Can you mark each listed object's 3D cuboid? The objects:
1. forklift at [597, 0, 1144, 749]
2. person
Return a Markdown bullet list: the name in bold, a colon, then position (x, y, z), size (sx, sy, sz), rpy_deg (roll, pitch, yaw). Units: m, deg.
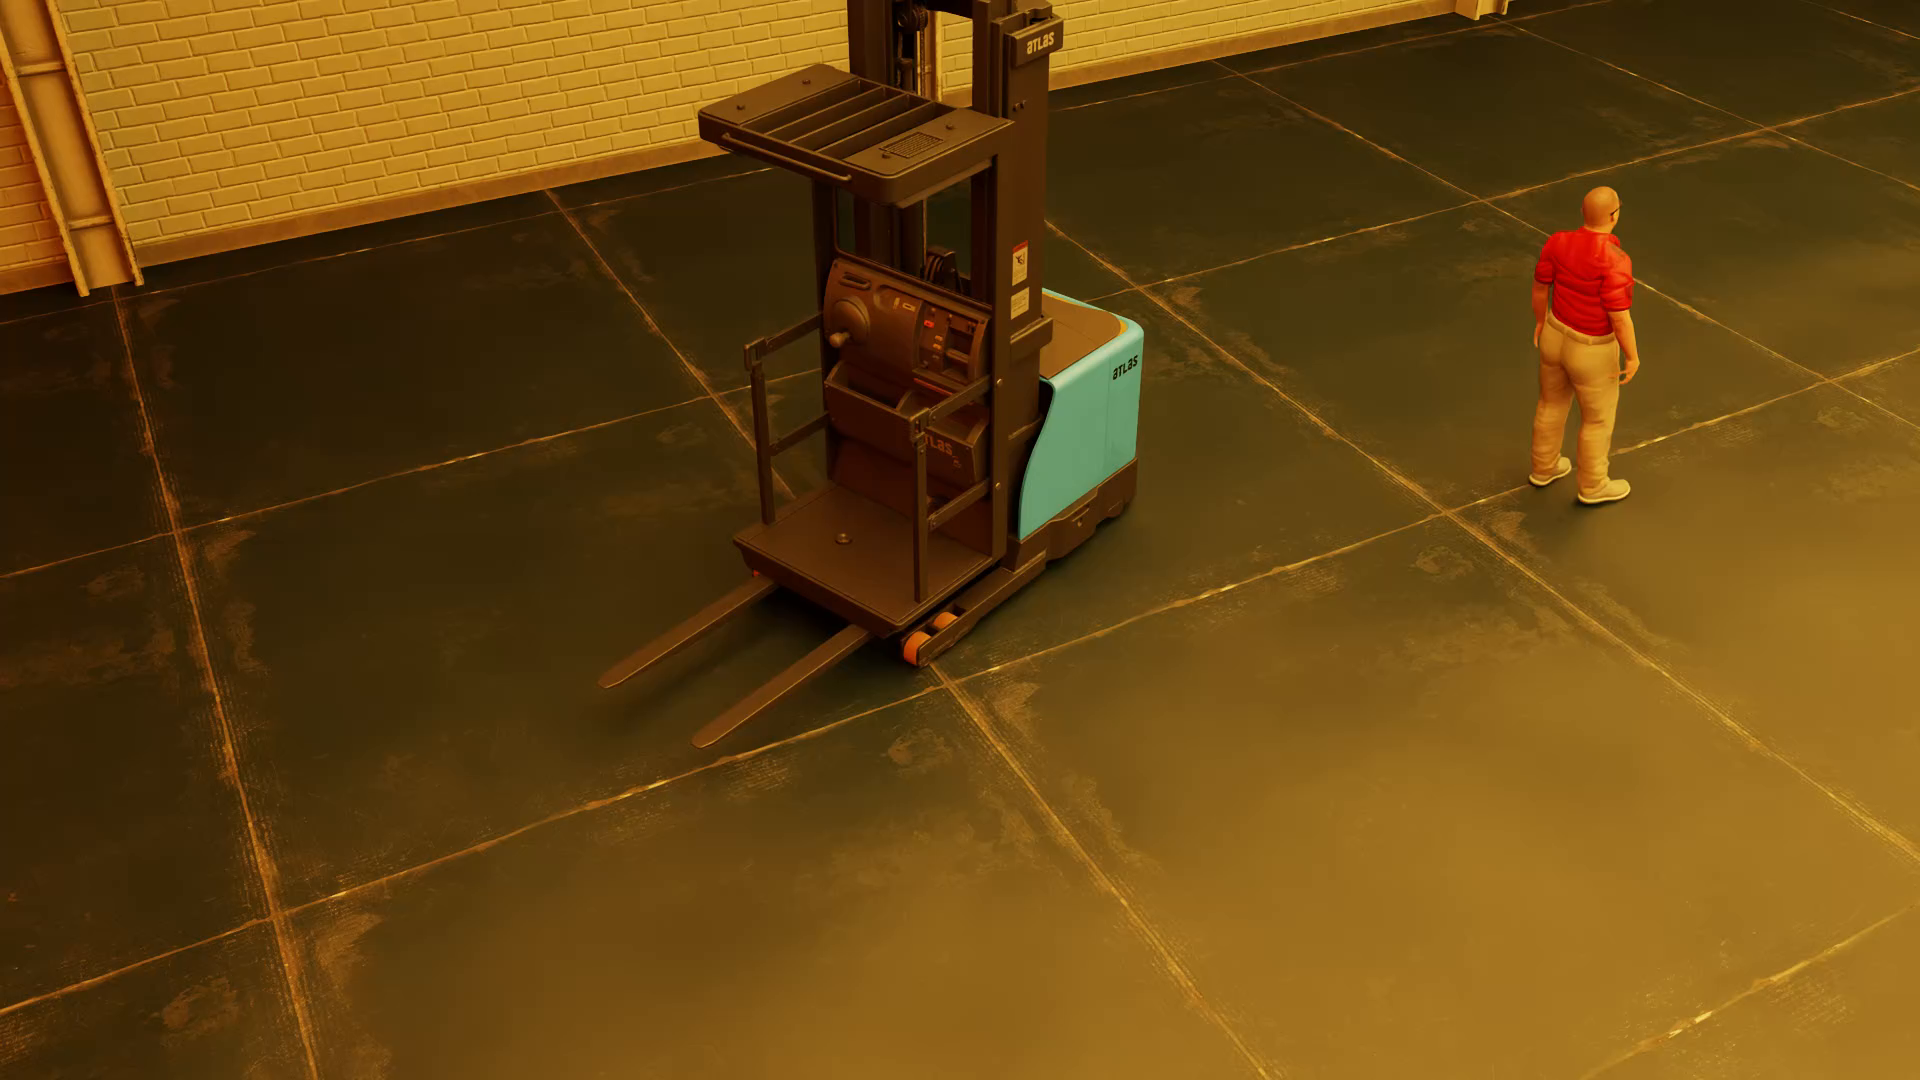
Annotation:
- **forklift**: position (-0.390, -0.927, 7.434), size (1.130, 2.935, 3.031), rpy_deg (26, 43, 31)
- **person**: position (3.267, -1.022, 8.605), size (0.534, 1.733, 0.628), rpy_deg (-20, 40, -26)
